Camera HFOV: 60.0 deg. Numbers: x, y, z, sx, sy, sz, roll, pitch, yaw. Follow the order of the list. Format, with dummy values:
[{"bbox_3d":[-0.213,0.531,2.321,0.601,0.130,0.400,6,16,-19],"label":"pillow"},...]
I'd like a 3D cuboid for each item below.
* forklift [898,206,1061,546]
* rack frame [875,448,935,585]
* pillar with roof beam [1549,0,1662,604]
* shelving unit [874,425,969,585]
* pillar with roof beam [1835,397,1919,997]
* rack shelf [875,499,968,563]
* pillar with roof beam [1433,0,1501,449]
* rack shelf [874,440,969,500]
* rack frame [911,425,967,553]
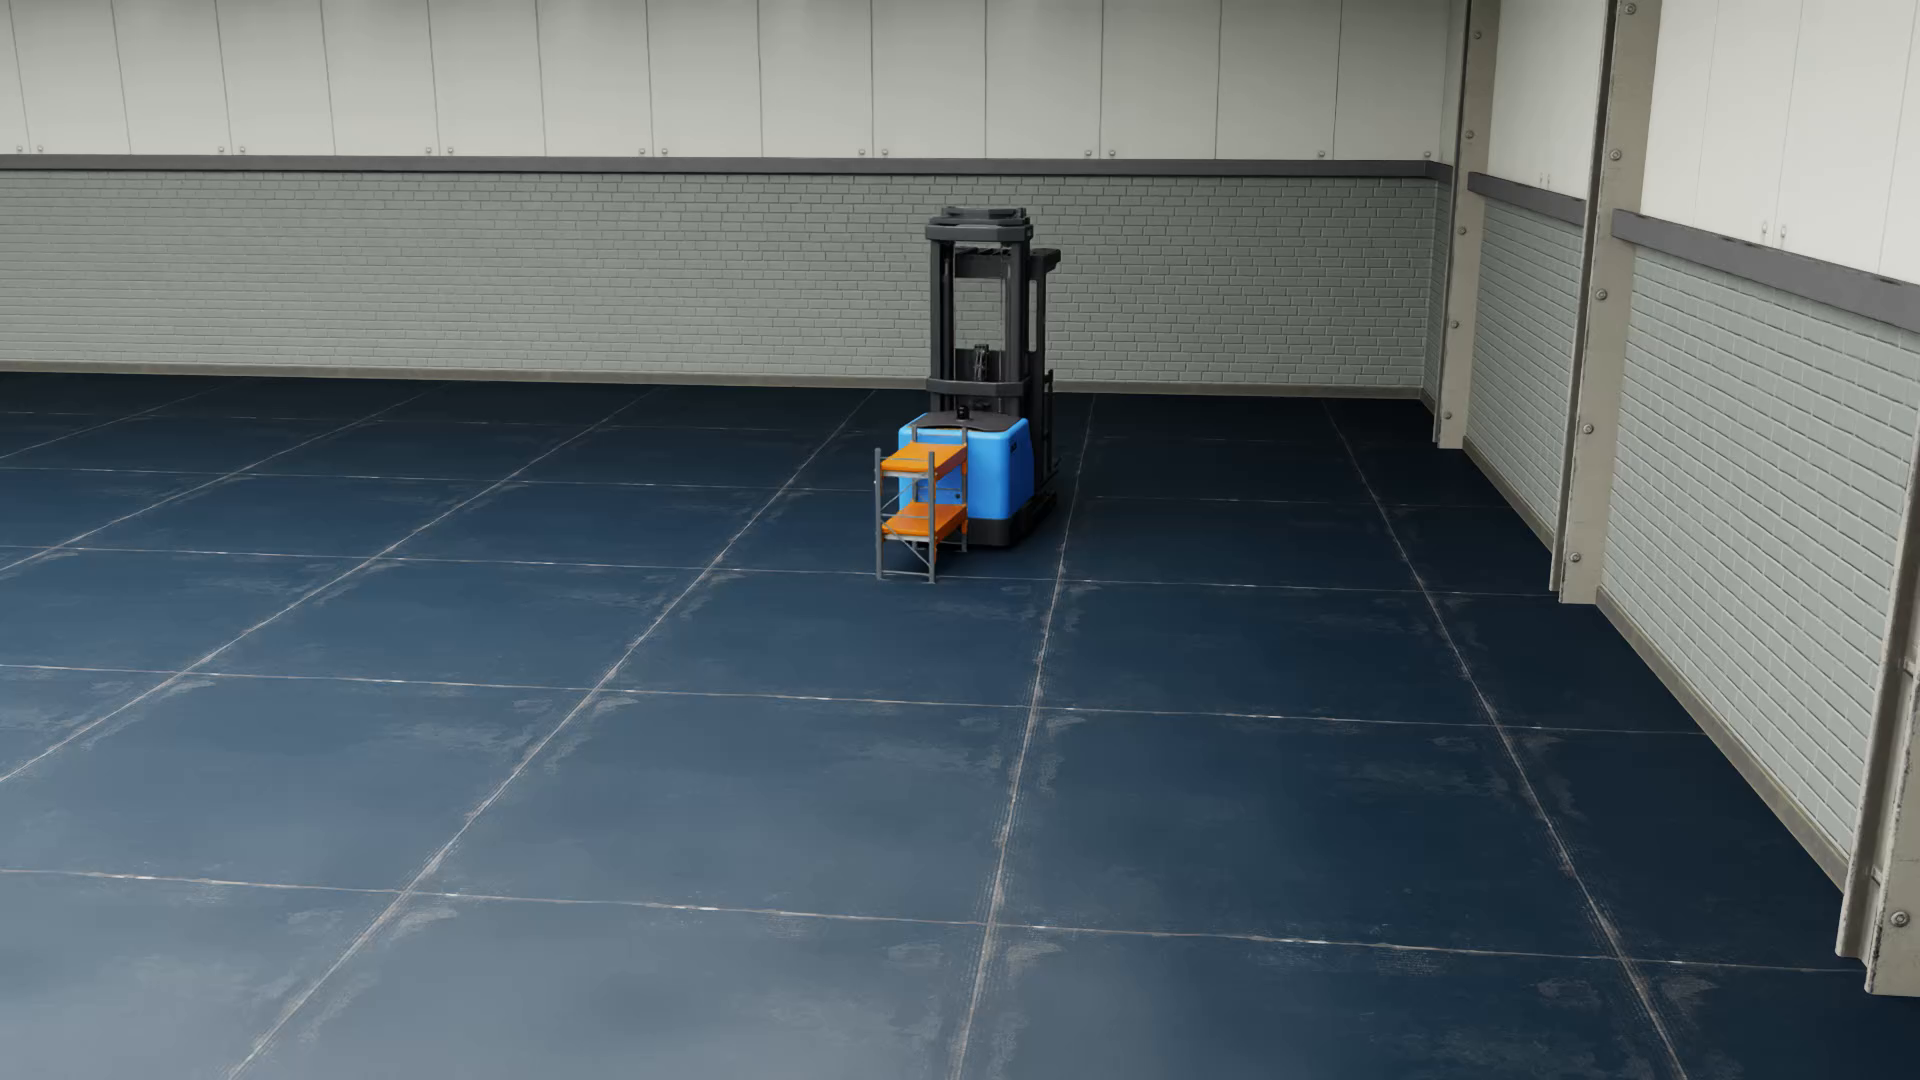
[{"bbox_3d":[0.324,-1.702,15.842,1.130,2.935,3.031,4,16,15],"label":"forklift"},{"bbox_3d":[-0.452,-0.192,13.719,0.500,1.125,0.032,4,16,15],"label":"rack frame"},{"bbox_3d":[0.698,-4.014,12.768,9.100,9.000,0.400,2,15,6],"label":"pillar with roof beam"},{"bbox_3d":[-0.317,-0.320,14.192,0.538,1.125,1.048,4,16,15],"label":"shelving unit"},{"bbox_3d":[0.021,-2.458,7.013,9.100,9.000,0.400,2,15,6],"label":"pillar with roof beam"},{"bbox_3d":[-0.317,-0.084,14.256,0.538,0.278,1.000,4,16,15],"label":"rack shelf"},{"bbox_3d":[1.375,-5.570,18.523,9.100,9.000,0.400,2,15,6],"label":"pillar with roof beam"},{"bbox_3d":[-0.317,-0.603,14.115,0.538,0.278,1.000,4,16,15],"label":"rack shelf"},{"bbox_3d":[-0.181,-0.448,14.665,0.500,1.125,0.032,4,16,15],"label":"rack frame"}]
